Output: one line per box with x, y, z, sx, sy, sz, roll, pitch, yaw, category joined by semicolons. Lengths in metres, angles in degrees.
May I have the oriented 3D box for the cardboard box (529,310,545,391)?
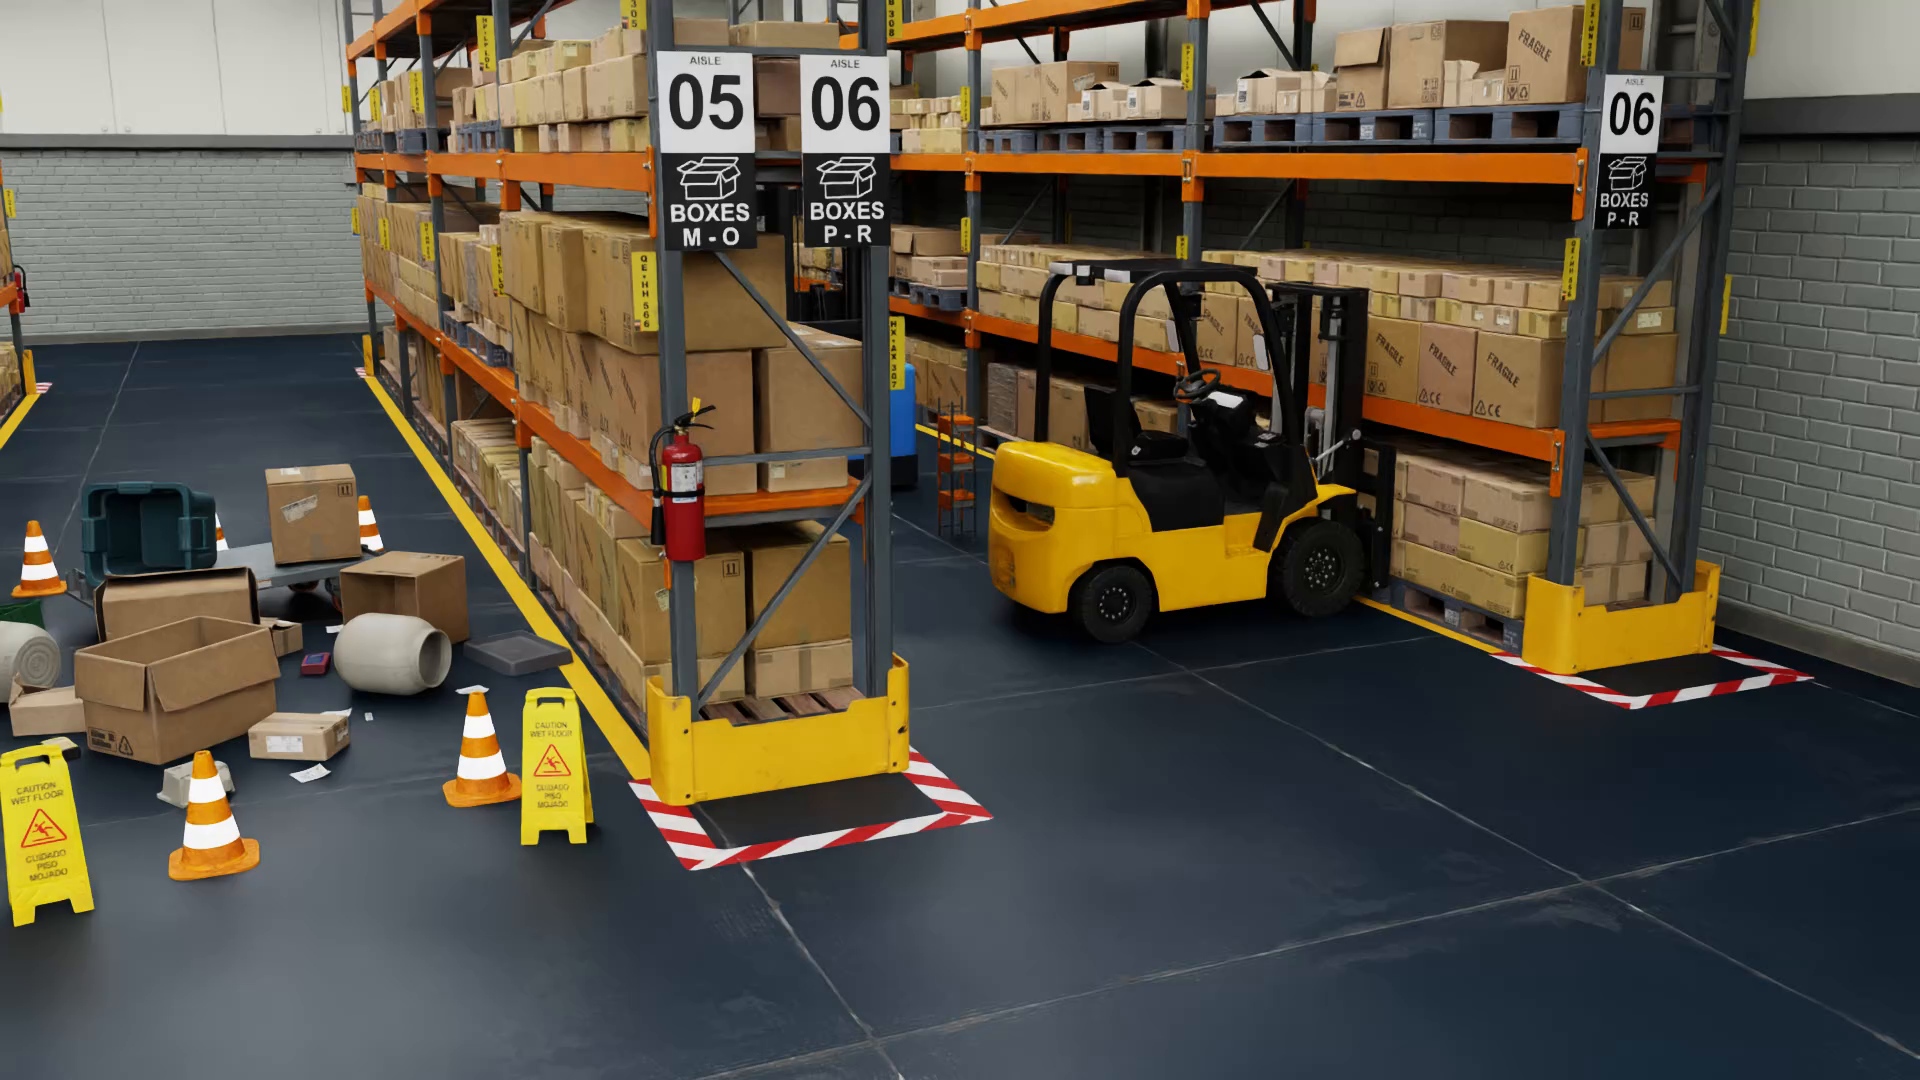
-2.249;-1.161;9.853;0.500;0.500;0.500;-6;14;-23;cardboard box

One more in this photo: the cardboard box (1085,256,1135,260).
1.275;-2.311;14.042;0.380;0.149;0.250;-5;14;-22;cardboard box

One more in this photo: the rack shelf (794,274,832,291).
-1.851;-3.350;21.786;1.077;0.370;4.000;-6;14;-23;rack shelf

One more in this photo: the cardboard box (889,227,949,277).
-0.539;-3.151;18.179;0.700;0.500;0.500;-6;14;-23;cardboard box

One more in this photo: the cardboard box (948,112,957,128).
0.104;-4.150;16.445;0.380;0.149;0.250;-6;14;-24;cardboard box

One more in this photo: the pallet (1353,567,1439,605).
2.927;0.145;11.276;1.003;0.211;1.213;-6;14;-23;pallet

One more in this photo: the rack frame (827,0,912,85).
-1.050;-6.210;19.244;1.000;3.000;0.127;-6;14;-23;rack frame

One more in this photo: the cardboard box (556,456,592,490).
-2.090;-0.393;9.479;0.380;0.149;0.250;-5;14;-20;cardboard box

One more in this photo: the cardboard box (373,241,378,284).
-6.638;-3.277;19.656;0.500;0.500;0.500;-5;14;-21;cardboard box

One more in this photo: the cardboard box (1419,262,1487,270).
3.225;-1.728;10.865;0.380;0.149;0.250;-6;14;-23;cardboard box

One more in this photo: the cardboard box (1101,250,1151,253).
1.495;-2.524;14.963;0.380;0.149;0.250;-6;14;-24;cardboard box

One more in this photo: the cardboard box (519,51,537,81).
-2.256;-2.655;9.325;0.380;0.149;0.250;-6;14;-23;cardboard box

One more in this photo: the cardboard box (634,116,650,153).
-1.189;-1.746;7.167;0.380;0.149;0.250;-6;14;-23;cardboard box

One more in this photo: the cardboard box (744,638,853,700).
-10.327;0.669;4.693;20.716;1.739;1.673;-6;14;-23;cardboard box

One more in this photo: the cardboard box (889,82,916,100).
-0.728;-5.117;19.002;0.396;0.266;0.258;-6;14;-23;cardboard box

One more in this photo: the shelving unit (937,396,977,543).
-0.021;-0.523;12.299;0.215;1.050;0.252;-6;14;-23;shelving unit

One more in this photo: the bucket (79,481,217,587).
-4.720;-0.043;9.792;0.726;0.611;0.620;-1;3;-4;bucket

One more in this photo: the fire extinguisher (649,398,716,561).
-1.166;-0.256;6.994;0.296;0.674;0.183;-6;14;-23;fire extinguisher

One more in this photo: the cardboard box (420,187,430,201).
-6.018;-3.789;18.211;0.380;0.149;0.250;-5;14;-22;cardboard box

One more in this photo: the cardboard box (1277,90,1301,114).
2.364;-2.948;11.205;0.380;0.149;0.250;-5;14;-21;cardboard box

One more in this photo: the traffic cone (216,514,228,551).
-5.204;-0.049;11.553;0.336;0.463;0.334;-6;14;-23;traffic cone

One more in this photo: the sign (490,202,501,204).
-7.630;-5.427;27.334;0.339;0.242;0.001;-6;14;-23;sign

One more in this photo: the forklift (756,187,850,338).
-1.450;-2.108;14.980;1.121;2.935;3.031;-6;14;-25;forklift

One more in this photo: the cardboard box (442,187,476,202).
-5.485;-3.778;18.165;0.380;0.149;0.250;-6;14;-24;cardboard box

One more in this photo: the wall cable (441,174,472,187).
-8.184;-5.453;27.024;0.588;1.984;0.122;-6;14;-23;wall cable

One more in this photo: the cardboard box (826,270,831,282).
-1.409;-3.208;20.134;0.380;0.149;0.250;-5;14;-22;cardboard box

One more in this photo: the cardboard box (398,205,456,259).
-5.256;-3.050;16.459;0.500;0.500;0.500;-6;14;-24;cardboard box

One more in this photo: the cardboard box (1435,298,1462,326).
3.095;-1.380;10.021;0.380;0.149;0.250;-6;14;-23;cardboard box

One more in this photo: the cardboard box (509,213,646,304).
-2.230;-1.648;9.739;0.700;0.500;0.500;-6;14;-23;cardboard box

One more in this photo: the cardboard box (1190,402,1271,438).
2.061;-0.858;12.374;0.500;0.250;0.500;-6;14;-24;cardboard box

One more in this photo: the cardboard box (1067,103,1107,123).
1.127;-3.586;13.962;0.380;0.149;0.250;-6;14;-24;cardboard box

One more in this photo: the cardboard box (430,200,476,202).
-5.565;-3.494;18.375;0.500;0.500;0.500;-6;14;-23;cardboard box

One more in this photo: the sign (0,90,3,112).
-11.177;-5.135;19.289;0.100;0.325;0.005;-6;14;-23;sign

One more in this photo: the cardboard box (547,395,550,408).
-2.277;-0.869;10.030;0.380;0.149;0.250;-6;14;-23;cardboard box

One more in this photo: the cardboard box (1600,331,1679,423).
3.813;-0.984;9.747;0.500;0.500;0.500;-5;14;-21;cardboard box

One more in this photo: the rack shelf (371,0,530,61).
-4.795;-4.802;15.644;1.077;0.370;4.000;-6;14;-23;rack shelf

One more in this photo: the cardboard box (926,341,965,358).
-0.145;-2.013;17.590;0.380;0.149;0.250;-5;14;-21;cardboard box

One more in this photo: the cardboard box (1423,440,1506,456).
3.344;-0.484;10.756;0.500;0.250;0.500;-6;14;-23;cardboard box

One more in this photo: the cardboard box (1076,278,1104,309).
1.311;-2.095;13.993;0.500;0.250;0.500;-5;14;-22;cardboard box

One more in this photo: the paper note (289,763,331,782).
-2.992;1.072;7.669;0.148;0.019;0.142;-12;18;-42;paper note

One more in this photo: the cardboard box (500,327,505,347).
-2.941;-1.405;11.413;0.380;0.149;0.250;-6;14;-25;cardboard box

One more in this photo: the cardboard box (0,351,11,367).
-10.777;-2.007;18.459;0.380;0.149;0.250;-5;14;-21;cardboard box

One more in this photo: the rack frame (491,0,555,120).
-2.392;-4.108;10.162;1.000;3.000;0.127;-6;14;-23;rack frame

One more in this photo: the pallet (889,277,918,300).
-0.231;-2.769;18.105;1.003;0.211;1.213;-6;14;-23;pallet

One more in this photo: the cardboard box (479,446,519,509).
-3.176;-0.509;12.815;0.950;0.372;0.625;-5;14;-21;cardboard box

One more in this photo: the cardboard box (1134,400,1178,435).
1.935;-0.789;13.460;0.875;0.625;0.625;-5;14;-20;cardboard box

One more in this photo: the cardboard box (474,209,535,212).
-4.175;-2.773;15.260;0.500;0.500;0.500;-6;14;-23;cardboard box

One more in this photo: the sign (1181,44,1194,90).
1.661;-3.450;12.126;0.100;0.325;0.005;-6;14;-23;sign

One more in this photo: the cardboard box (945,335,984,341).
0.062;-2.162;18.231;0.380;0.149;0.250;-6;14;-23;cardboard box

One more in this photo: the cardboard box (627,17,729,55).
-1.196;-2.129;7.054;0.380;0.149;0.250;-5;14;-22;cardboard box

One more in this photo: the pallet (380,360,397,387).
-6.807;-2.148;21.181;1.003;0.211;1.213;-6;14;-23;pallet

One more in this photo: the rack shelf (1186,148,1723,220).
2.956;-2.332;10.736;1.077;0.370;4.000;-6;14;-23;rack shelf

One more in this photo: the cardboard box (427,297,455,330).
-4.435;-2.020;14.776;0.500;0.250;0.500;-6;14;-25;cardboard box

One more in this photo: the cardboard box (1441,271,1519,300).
3.132;-1.530;10.010;0.380;0.149;0.250;-6;14;-23;cardboard box

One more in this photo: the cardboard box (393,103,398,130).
-5.186;-4.029;15.842;0.396;0.266;0.258;-4;14;-18;cardboard box

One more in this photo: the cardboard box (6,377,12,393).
-10.799;-1.719;18.536;0.380;0.149;0.250;-6;14;-25;cardboard box

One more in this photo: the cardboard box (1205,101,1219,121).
1.994;-3.420;13.244;0.380;0.149;0.250;-6;14;-23;cardboard box
